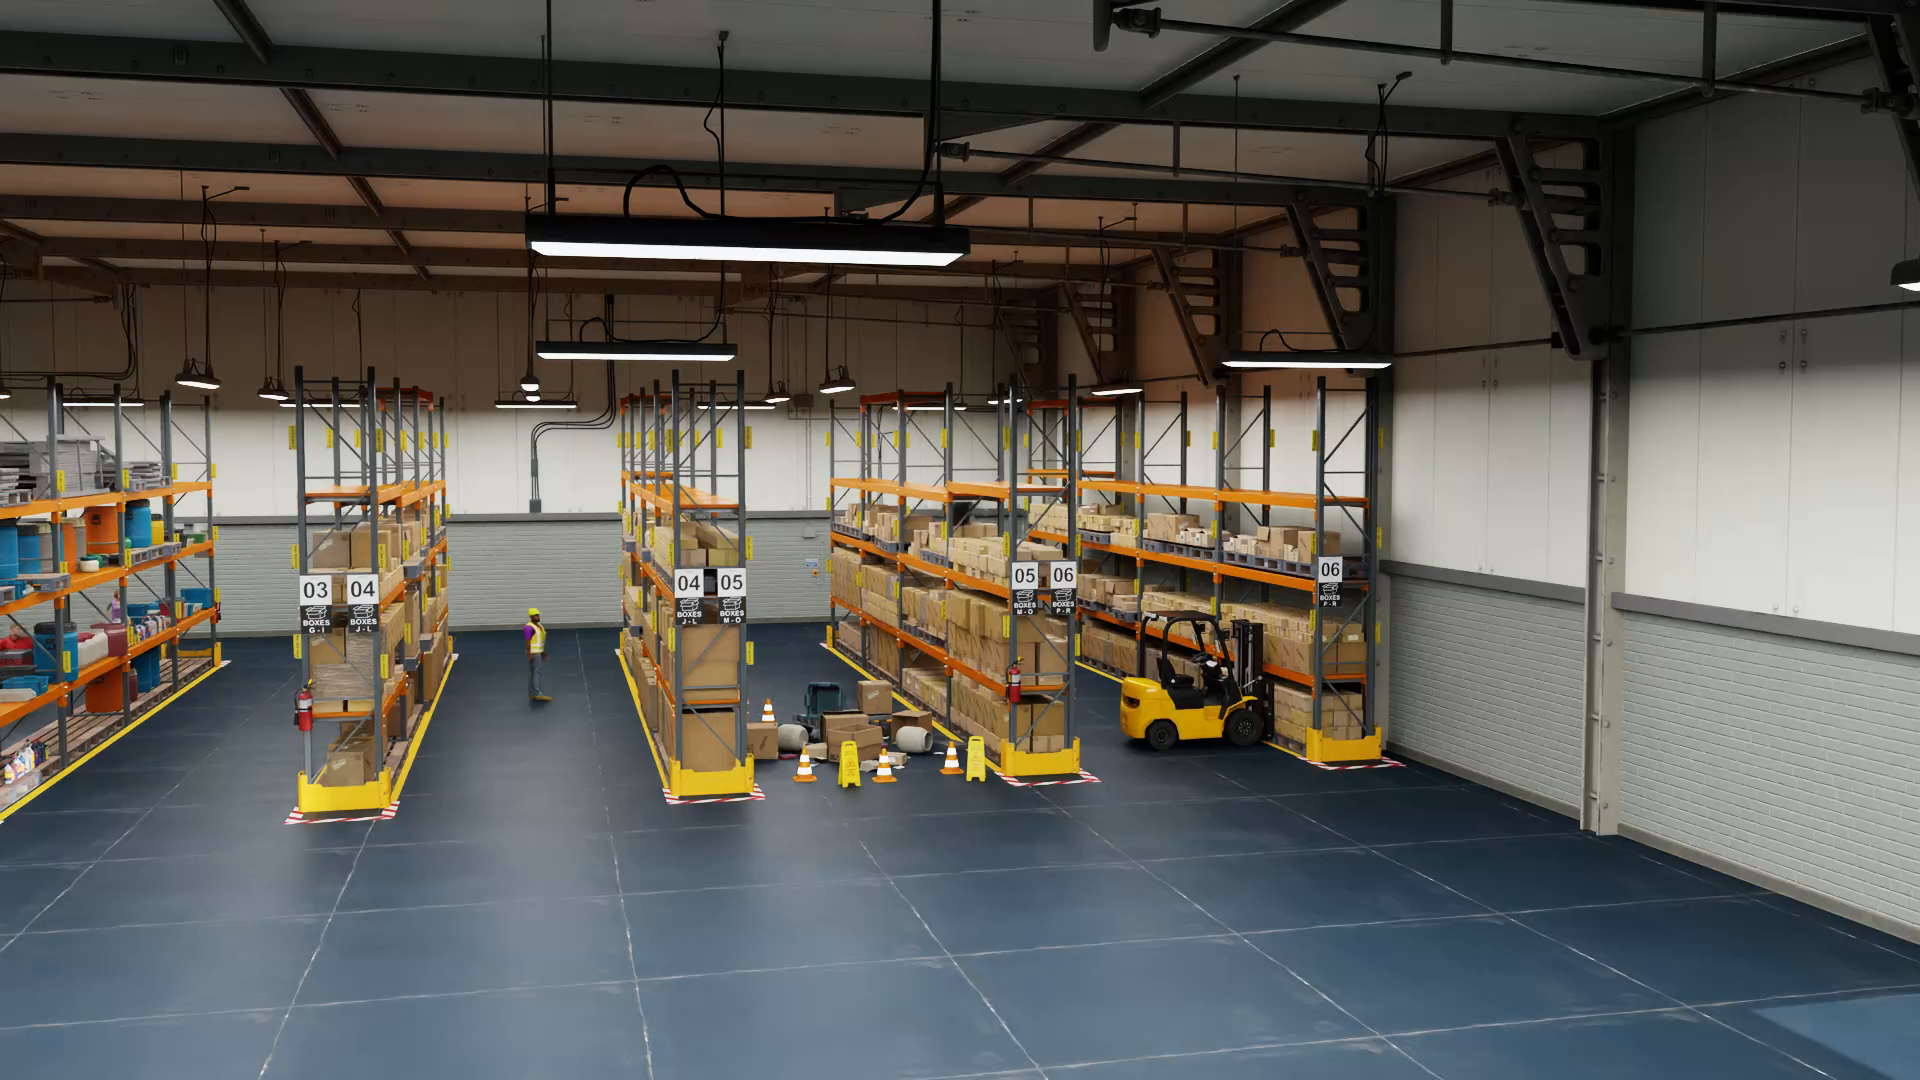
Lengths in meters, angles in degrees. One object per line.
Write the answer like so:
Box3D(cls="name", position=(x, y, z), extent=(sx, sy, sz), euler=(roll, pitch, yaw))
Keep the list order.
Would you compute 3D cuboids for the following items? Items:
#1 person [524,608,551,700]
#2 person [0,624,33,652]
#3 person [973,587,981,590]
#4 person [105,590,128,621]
Box3D(cls="person", position=(-8.178, 2.197, 32.239), extent=(0.502, 1.767, 0.599), euler=(0, 3, -7))
Box3D(cls="person", position=(-17.115, 2.384, 30.148), extent=(0.698, 1.740, 0.947), euler=(-1, 3, -13))
Box3D(cls="person", position=(0.392, 1.741, 40.029), extent=(0.483, 1.799, 0.567), euler=(-3, 4, -37))
Box3D(cls="person", position=(-19.371, 1.931, 38.267), extent=(0.572, 1.594, 0.805), euler=(-1, 4, -16))
